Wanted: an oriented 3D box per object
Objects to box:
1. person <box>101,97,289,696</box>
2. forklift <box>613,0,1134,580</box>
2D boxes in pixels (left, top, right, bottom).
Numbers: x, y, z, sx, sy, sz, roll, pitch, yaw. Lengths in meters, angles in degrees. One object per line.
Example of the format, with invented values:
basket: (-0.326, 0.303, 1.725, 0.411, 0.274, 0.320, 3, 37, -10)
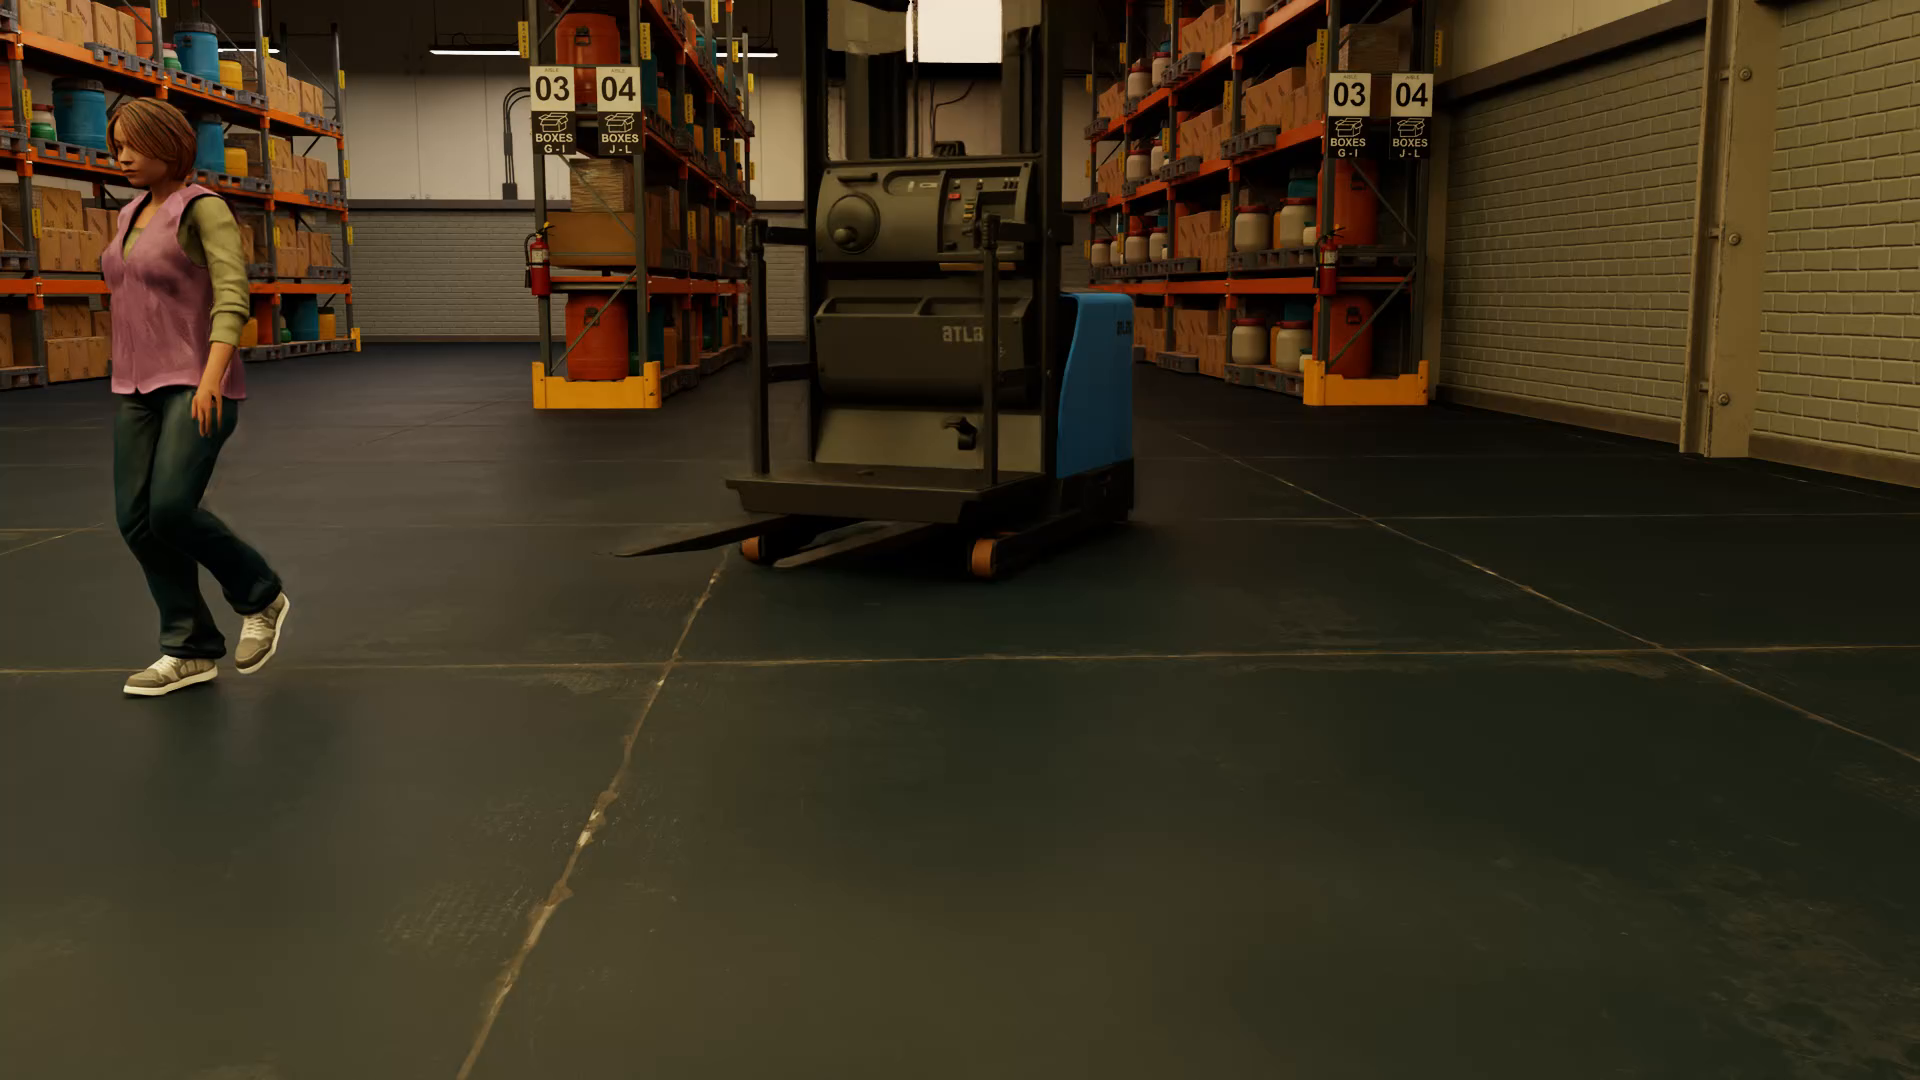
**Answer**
person: (-2.088, -0.370, 4.448, 0.582, 1.577, 0.433, 4, 9, 25)
forklift: (-0.235, -1.366, 6.533, 1.130, 2.935, 3.031, 4, 9, 23)
